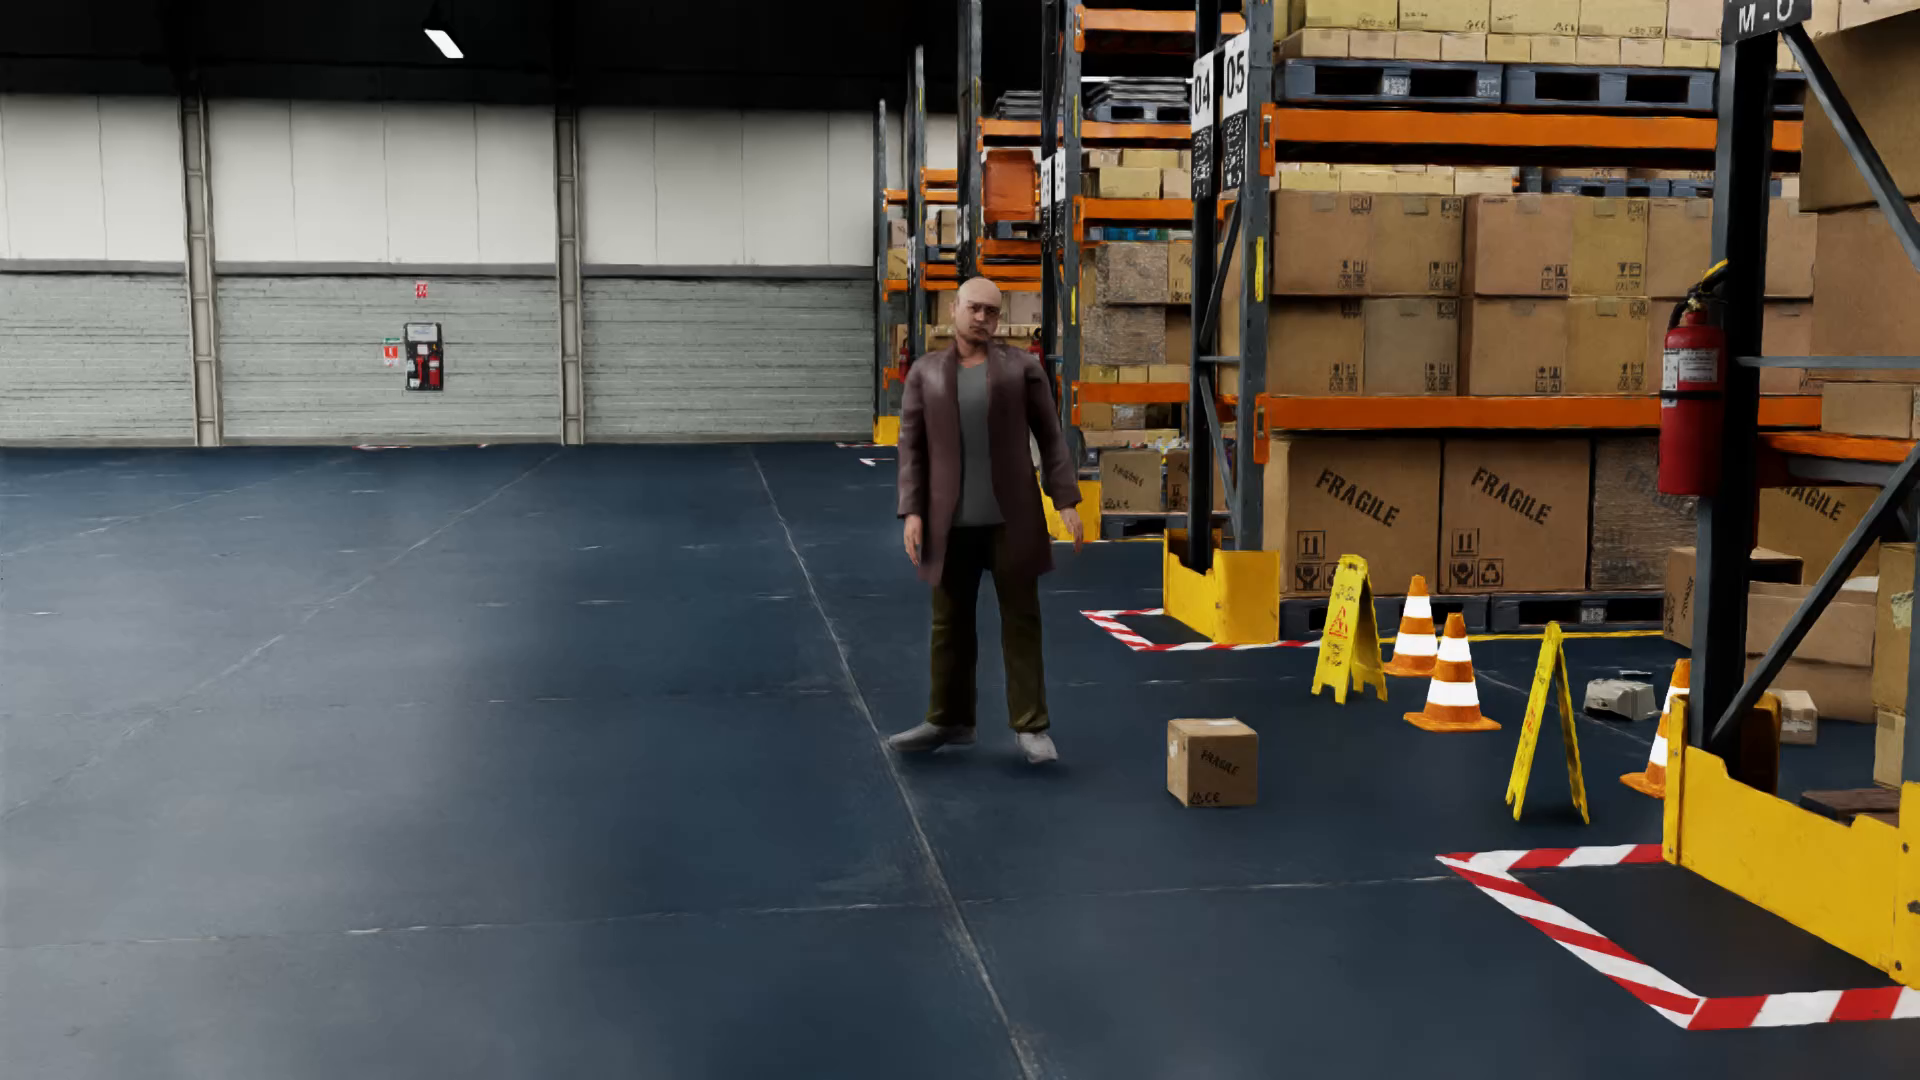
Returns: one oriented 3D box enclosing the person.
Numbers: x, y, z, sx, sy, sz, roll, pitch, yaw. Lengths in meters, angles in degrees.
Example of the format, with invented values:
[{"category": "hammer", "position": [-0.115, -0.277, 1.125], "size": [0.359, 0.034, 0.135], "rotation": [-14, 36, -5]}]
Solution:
[{"category": "person", "position": [0.090, -0.021, 6.178], "size": [0.736, 1.676, 0.432], "rotation": [1, 6, 8]}]
